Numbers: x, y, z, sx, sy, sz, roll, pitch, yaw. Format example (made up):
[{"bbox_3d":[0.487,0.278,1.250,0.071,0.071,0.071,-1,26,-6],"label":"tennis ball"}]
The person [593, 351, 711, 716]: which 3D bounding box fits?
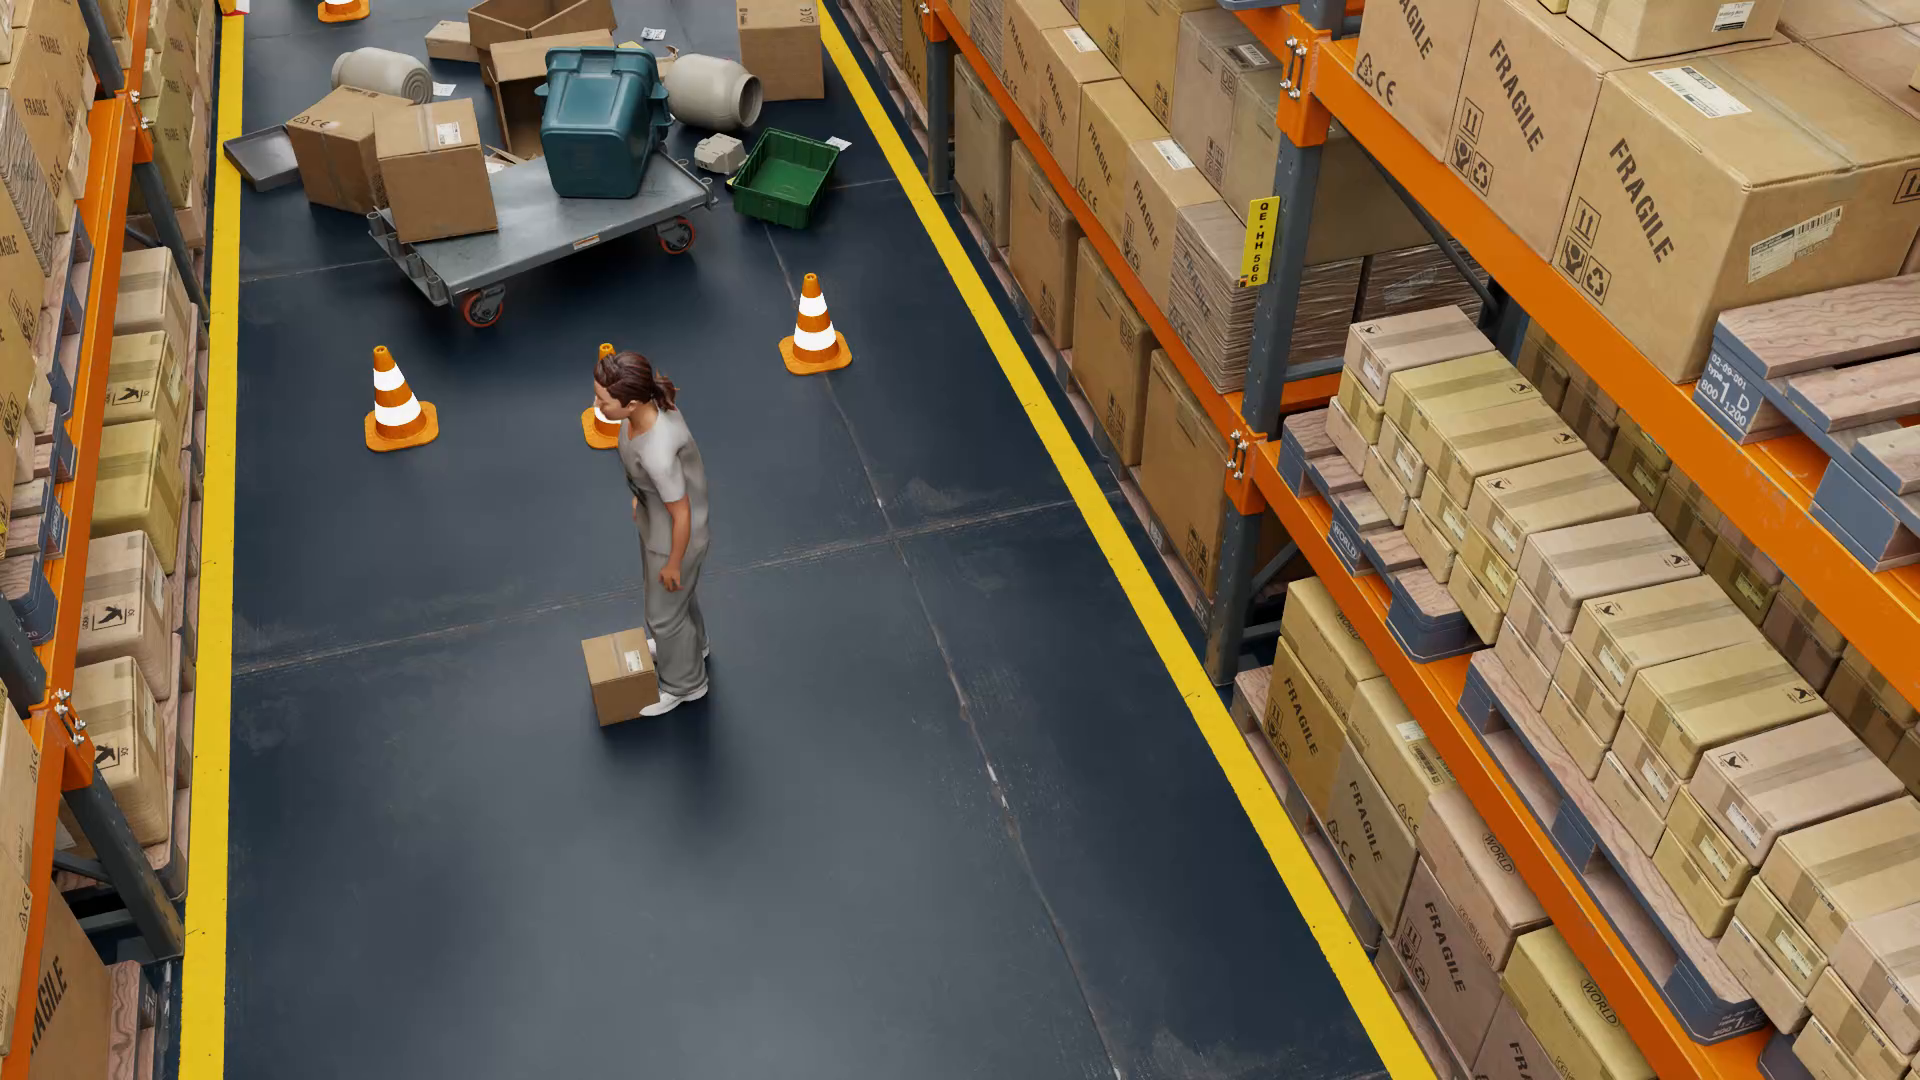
[{"bbox_3d":[-1.136,-0.028,6.193,0.414,1.672,0.514,-14,44,-15],"label":"person"}]
